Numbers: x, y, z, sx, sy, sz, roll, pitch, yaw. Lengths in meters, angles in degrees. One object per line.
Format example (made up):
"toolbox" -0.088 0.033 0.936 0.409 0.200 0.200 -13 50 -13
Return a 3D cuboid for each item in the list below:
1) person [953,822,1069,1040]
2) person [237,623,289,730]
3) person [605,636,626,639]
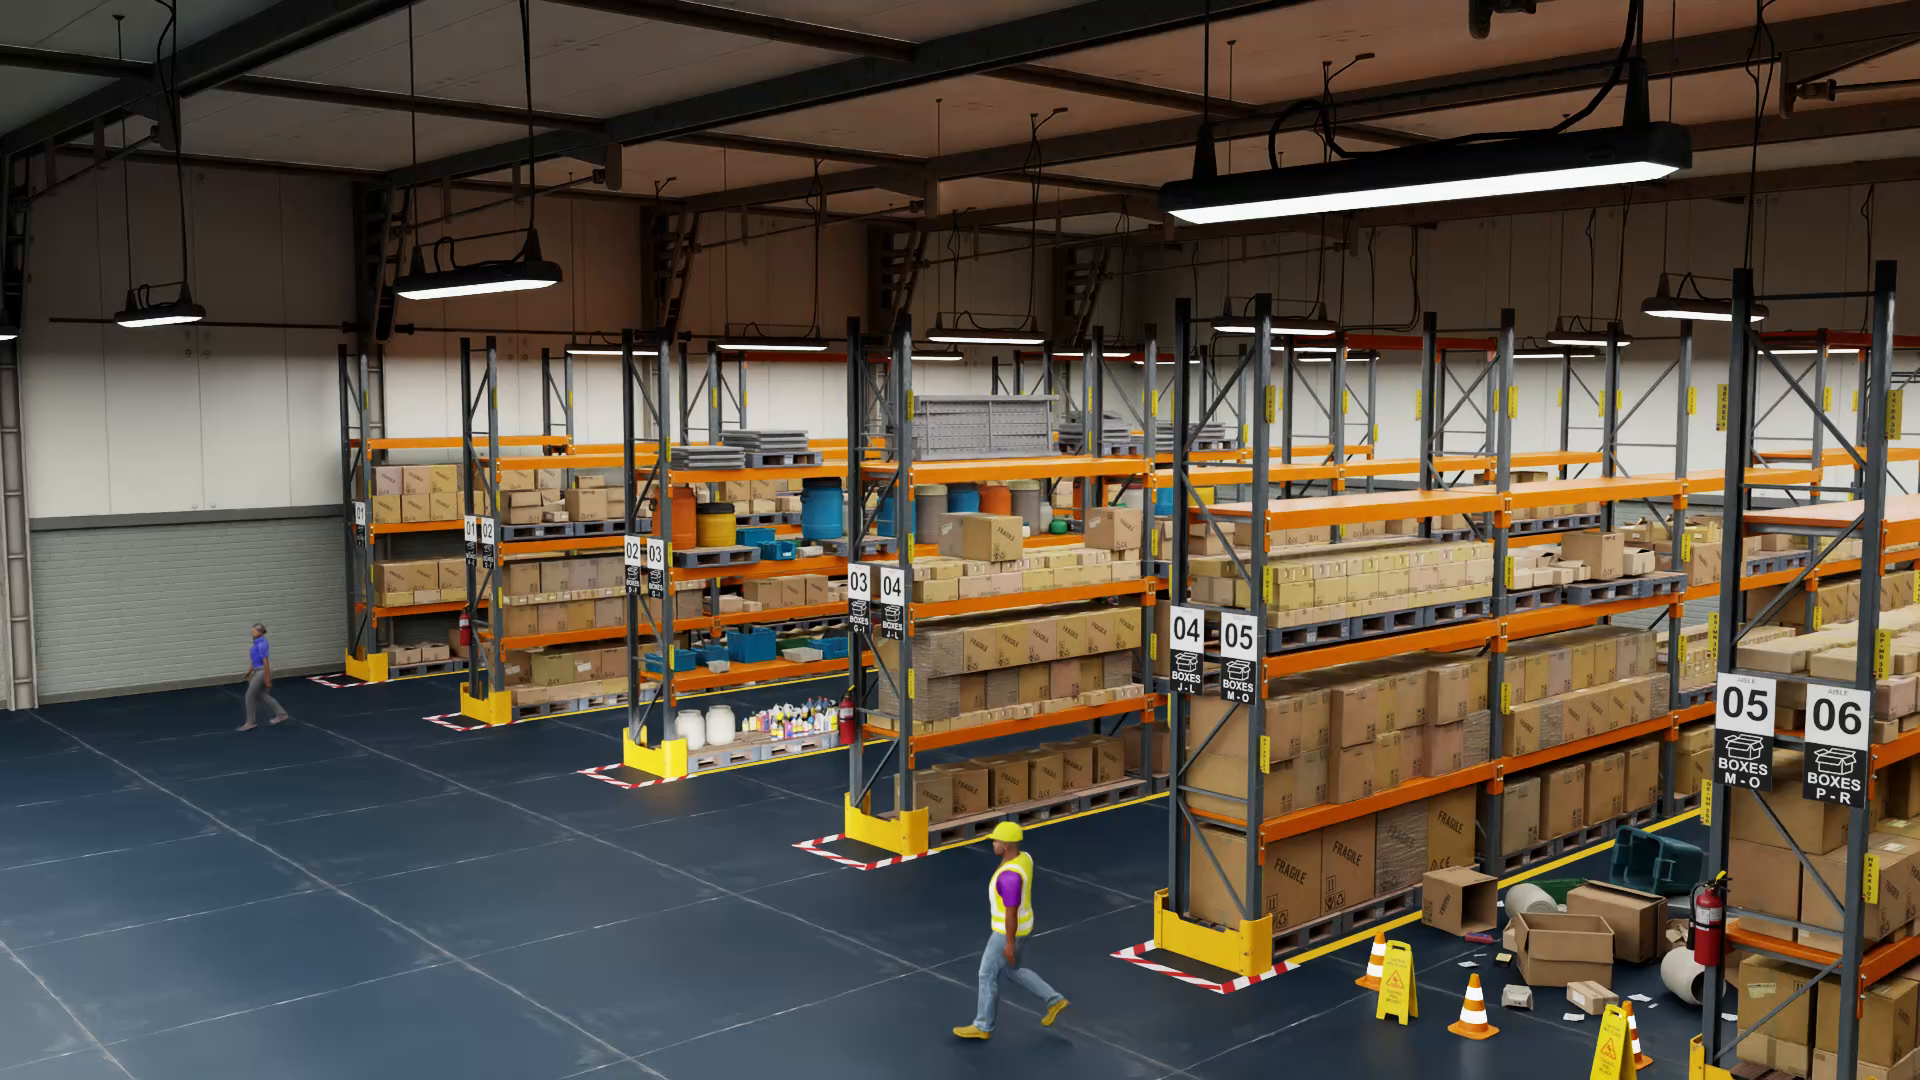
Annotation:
"person" 0.416 3.106 13.283 0.901 1.741 0.608 1 5 12
"person" -10.711 2.091 25.503 0.746 1.643 0.528 -3 6 -27
"person" -6.615 1.476 31.365 0.535 1.770 0.563 -3 6 -28
